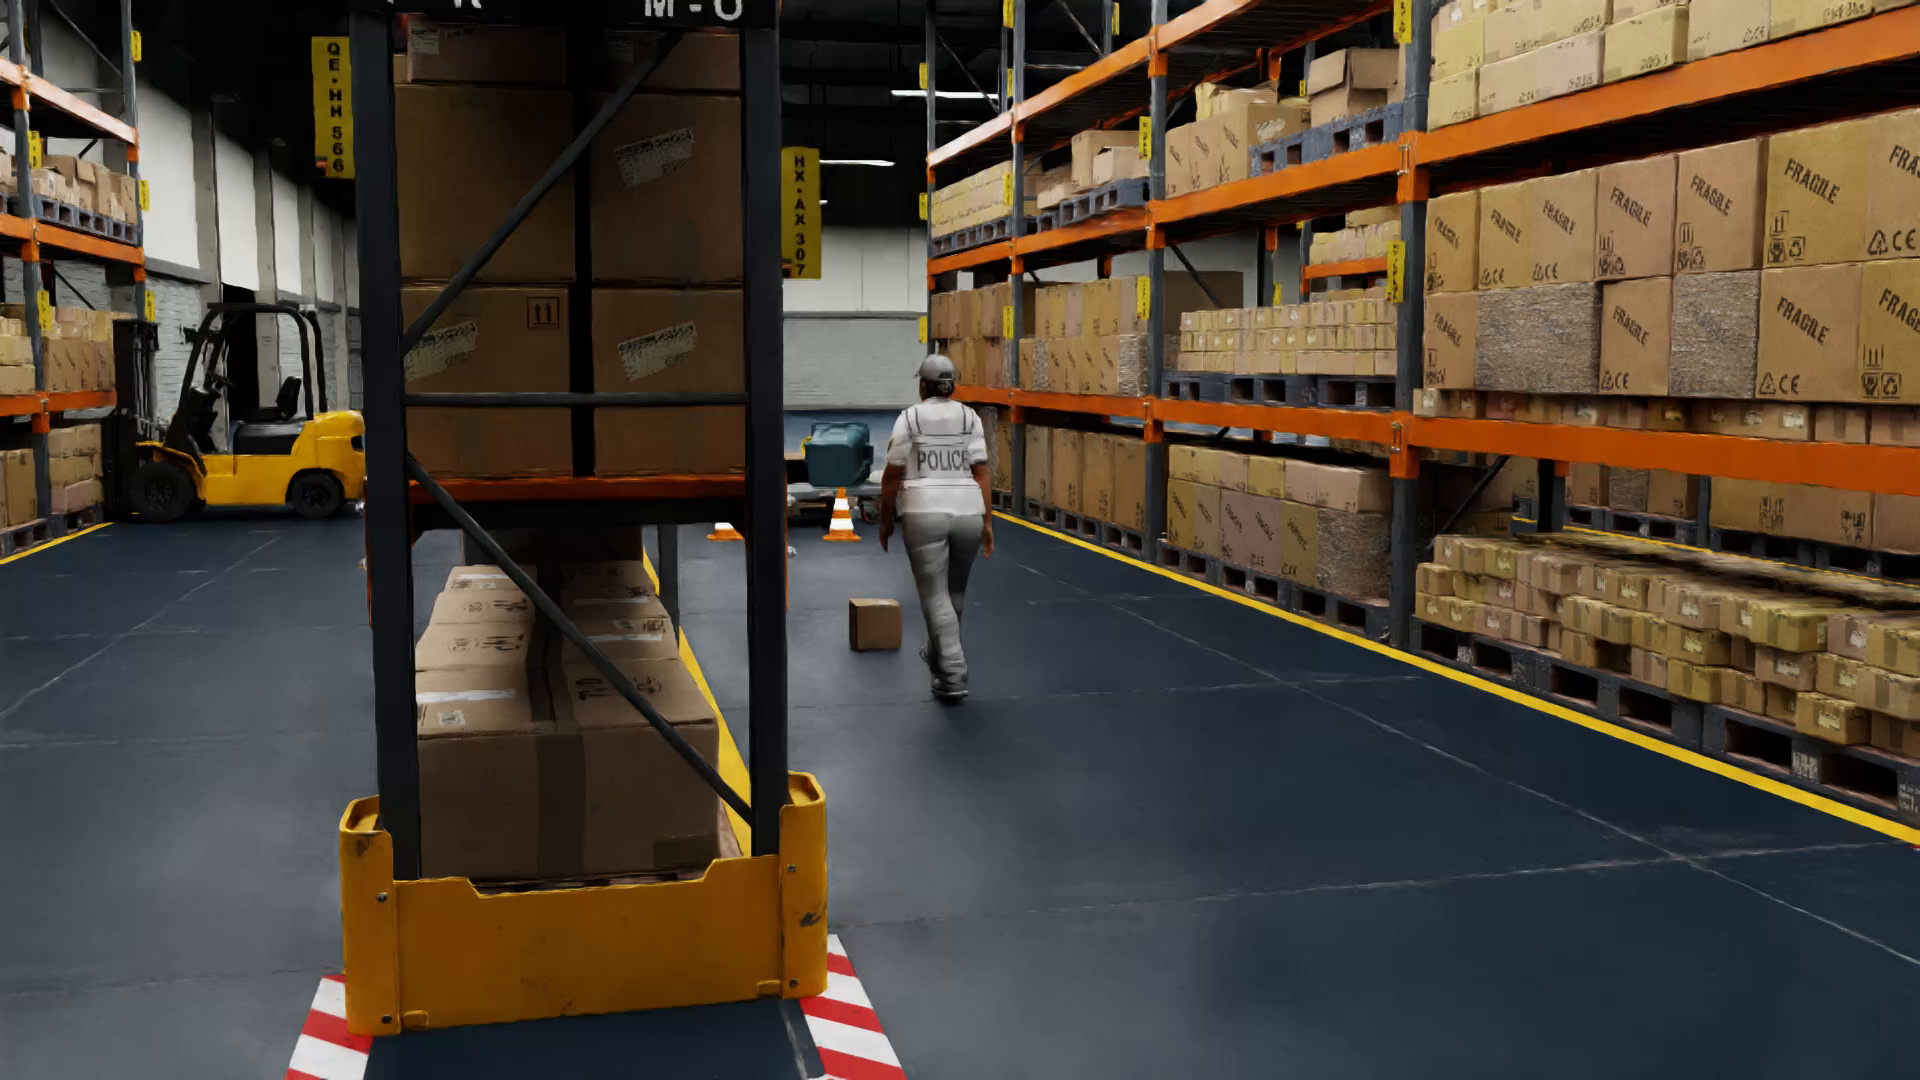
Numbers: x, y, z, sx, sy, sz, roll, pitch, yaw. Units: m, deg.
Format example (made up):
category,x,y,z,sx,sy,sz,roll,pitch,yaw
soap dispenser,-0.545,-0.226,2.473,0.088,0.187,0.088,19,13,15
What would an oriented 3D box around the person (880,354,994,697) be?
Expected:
category,x,y,z,sx,sy,sz,roll,pitch,yaw
person,-0.145,-0.098,8.106,0.497,1.604,0.934,-2,7,-21
